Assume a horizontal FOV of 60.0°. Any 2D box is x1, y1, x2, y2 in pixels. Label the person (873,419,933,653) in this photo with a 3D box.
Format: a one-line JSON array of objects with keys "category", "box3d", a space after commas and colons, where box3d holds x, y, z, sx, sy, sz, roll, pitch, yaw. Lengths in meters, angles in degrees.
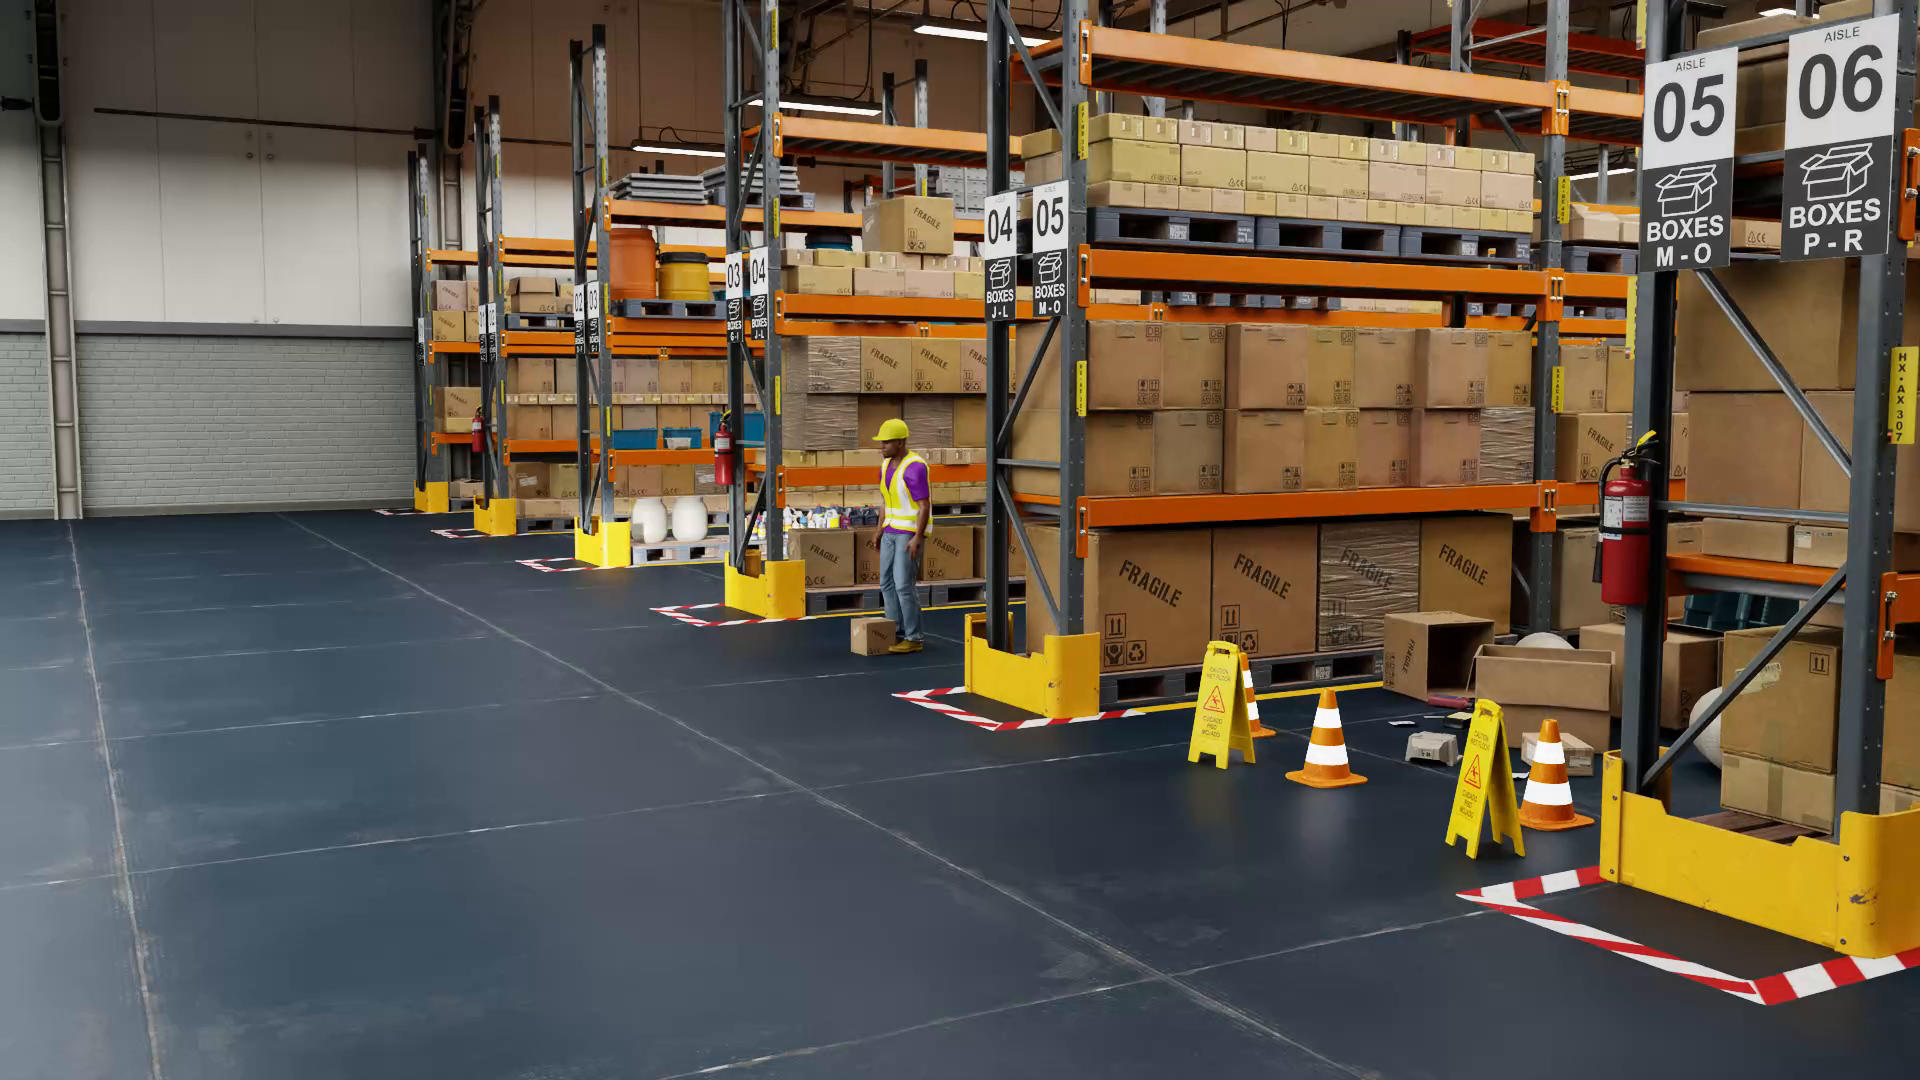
[{"category": "person", "box3d": [-0.459, -0.037, 12.583, 0.461, 1.760, 0.630, -3, 6, -32]}]
